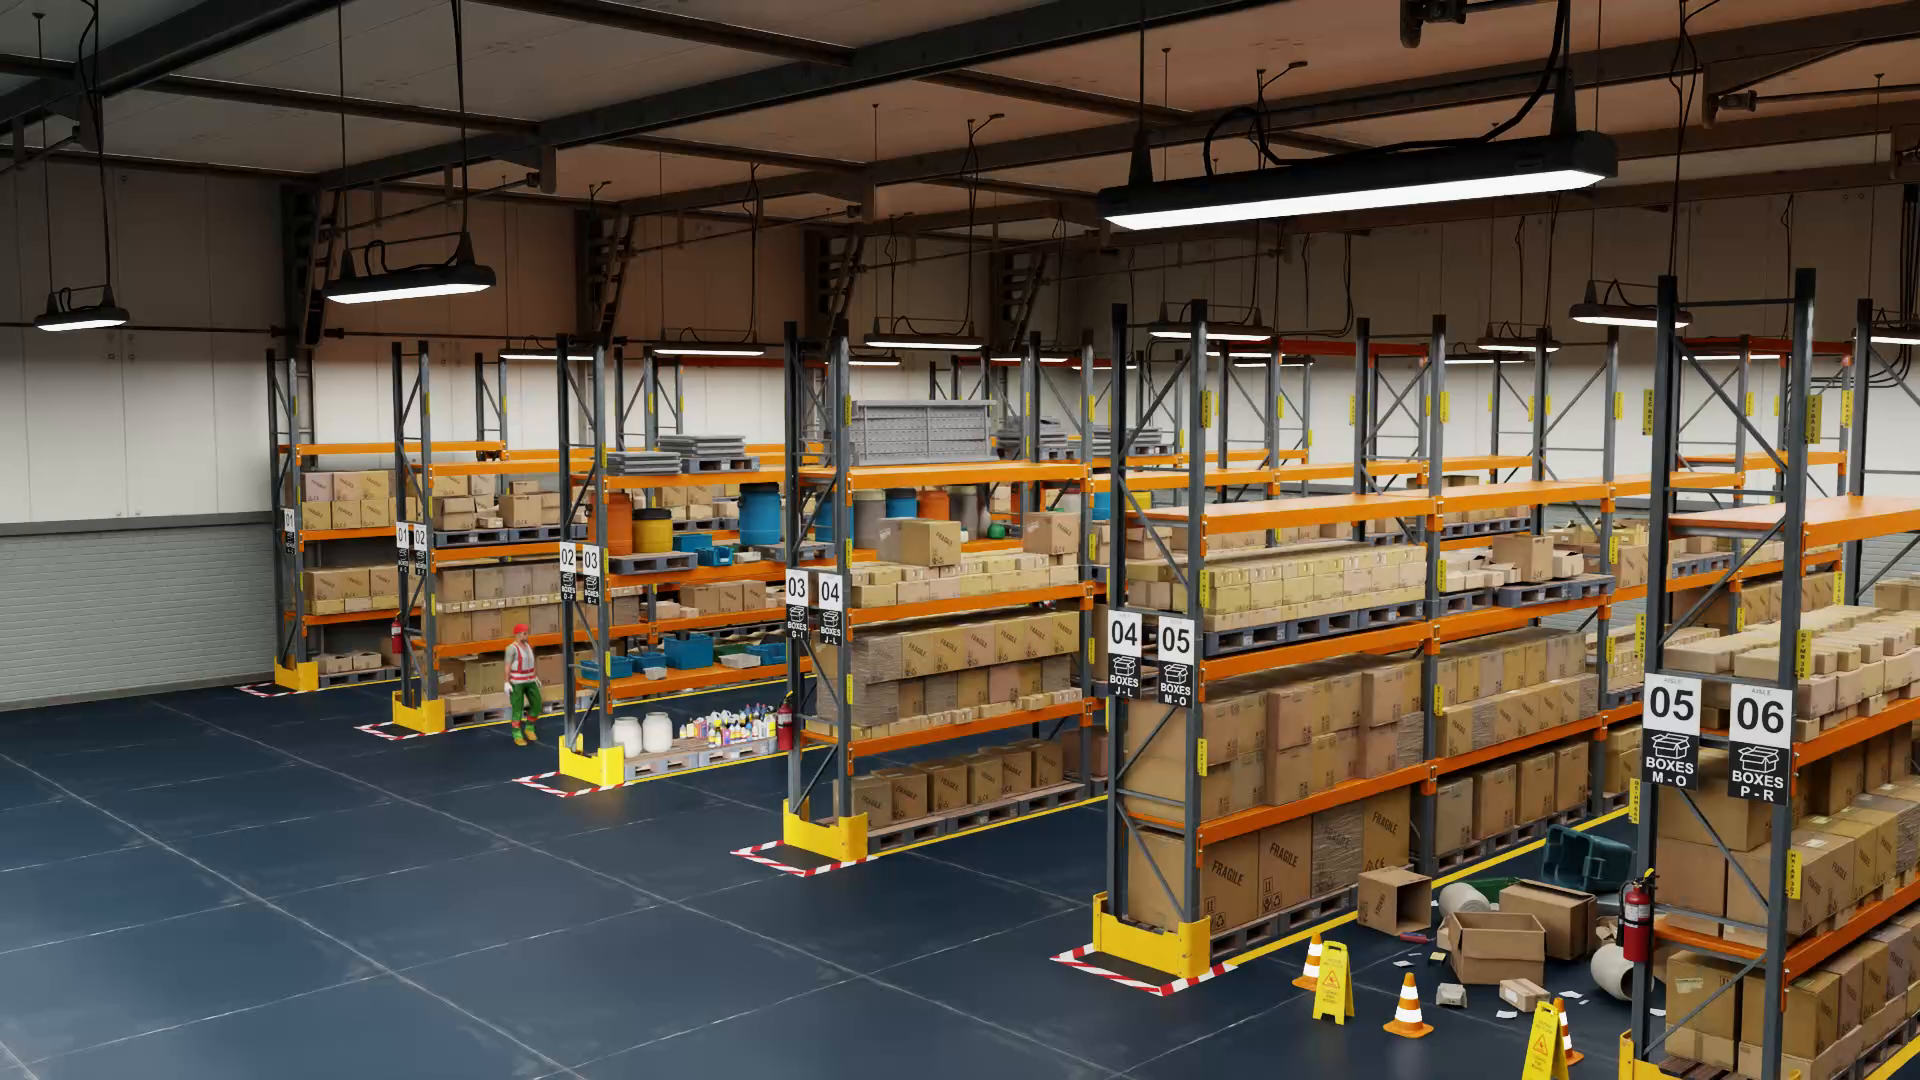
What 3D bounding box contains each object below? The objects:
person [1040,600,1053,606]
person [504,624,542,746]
[{"bbox_3d":[1.839,1.436,33.400,0.531,1.693,0.429,-2,5,-22],"label":"person"},{"bbox_3d":[-6.523,2.138,24.770,0.435,1.800,0.652,4,6,35],"label":"person"}]
